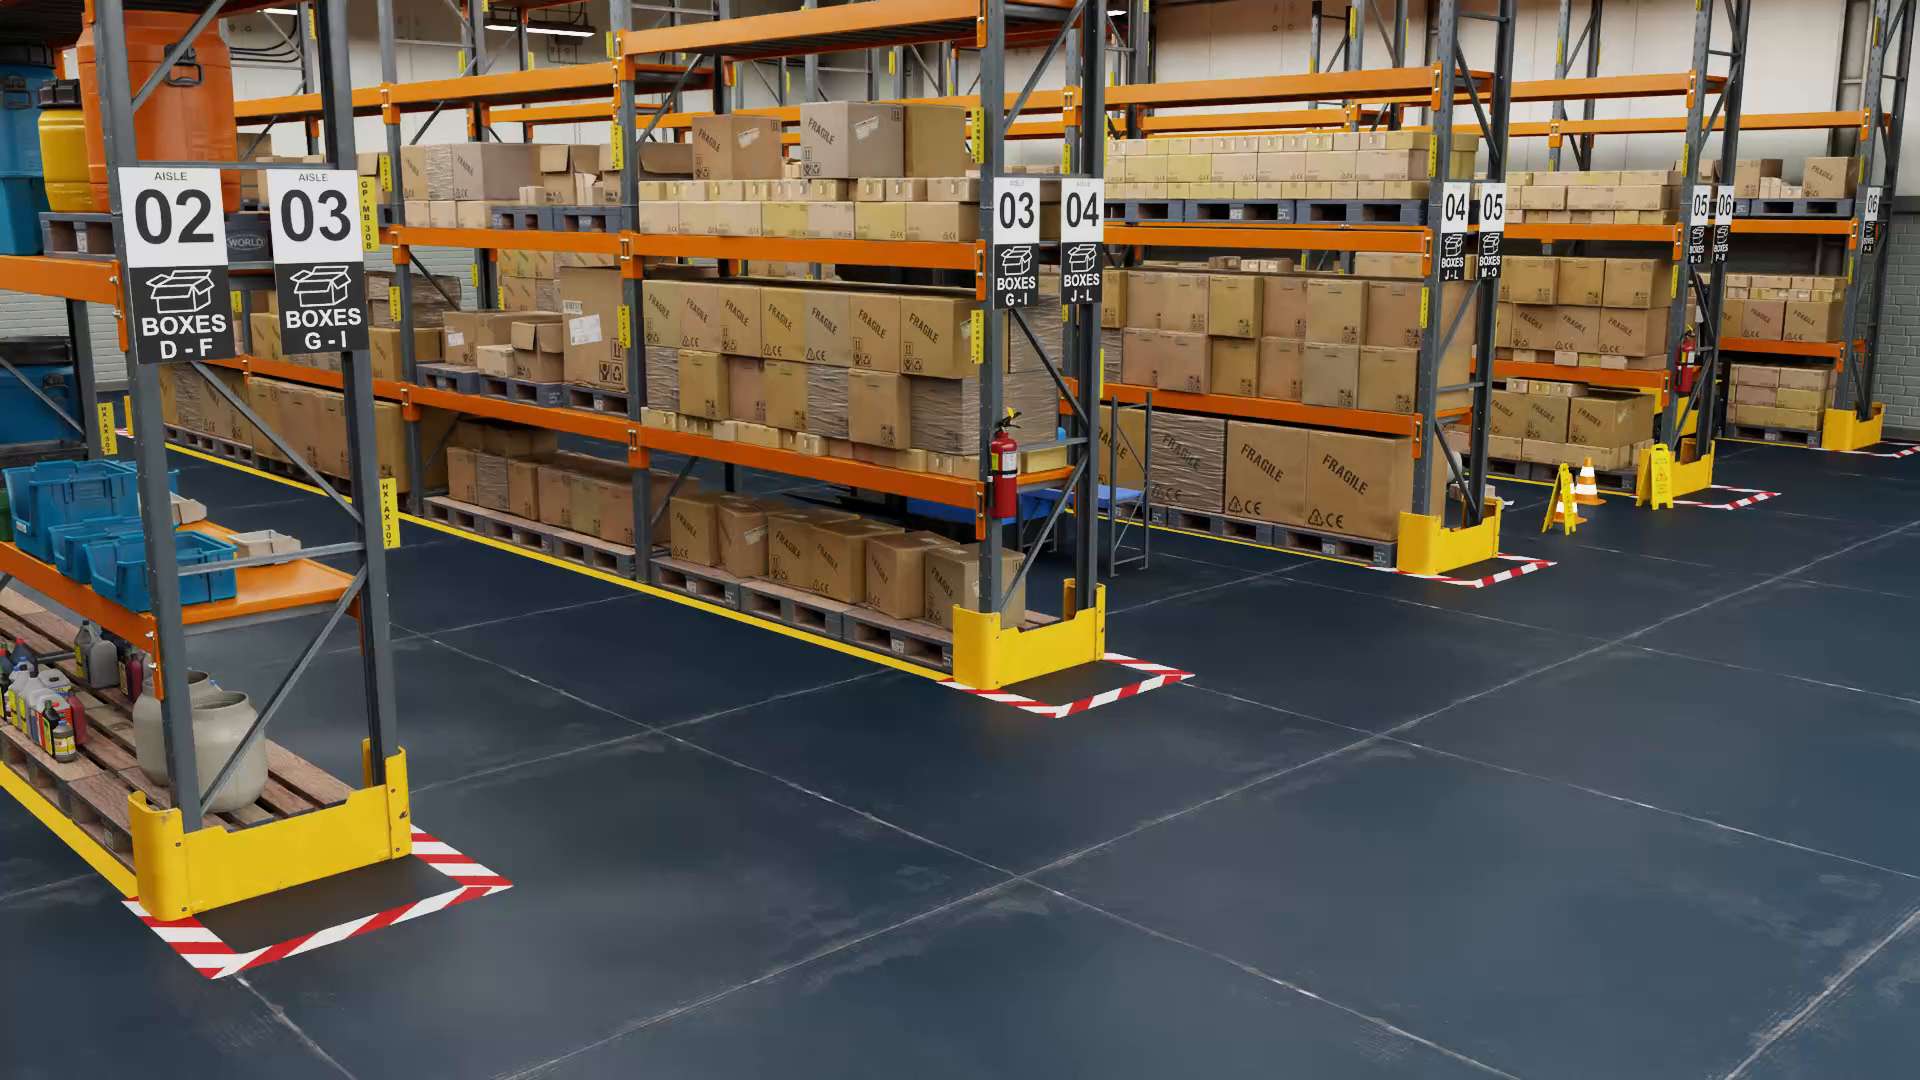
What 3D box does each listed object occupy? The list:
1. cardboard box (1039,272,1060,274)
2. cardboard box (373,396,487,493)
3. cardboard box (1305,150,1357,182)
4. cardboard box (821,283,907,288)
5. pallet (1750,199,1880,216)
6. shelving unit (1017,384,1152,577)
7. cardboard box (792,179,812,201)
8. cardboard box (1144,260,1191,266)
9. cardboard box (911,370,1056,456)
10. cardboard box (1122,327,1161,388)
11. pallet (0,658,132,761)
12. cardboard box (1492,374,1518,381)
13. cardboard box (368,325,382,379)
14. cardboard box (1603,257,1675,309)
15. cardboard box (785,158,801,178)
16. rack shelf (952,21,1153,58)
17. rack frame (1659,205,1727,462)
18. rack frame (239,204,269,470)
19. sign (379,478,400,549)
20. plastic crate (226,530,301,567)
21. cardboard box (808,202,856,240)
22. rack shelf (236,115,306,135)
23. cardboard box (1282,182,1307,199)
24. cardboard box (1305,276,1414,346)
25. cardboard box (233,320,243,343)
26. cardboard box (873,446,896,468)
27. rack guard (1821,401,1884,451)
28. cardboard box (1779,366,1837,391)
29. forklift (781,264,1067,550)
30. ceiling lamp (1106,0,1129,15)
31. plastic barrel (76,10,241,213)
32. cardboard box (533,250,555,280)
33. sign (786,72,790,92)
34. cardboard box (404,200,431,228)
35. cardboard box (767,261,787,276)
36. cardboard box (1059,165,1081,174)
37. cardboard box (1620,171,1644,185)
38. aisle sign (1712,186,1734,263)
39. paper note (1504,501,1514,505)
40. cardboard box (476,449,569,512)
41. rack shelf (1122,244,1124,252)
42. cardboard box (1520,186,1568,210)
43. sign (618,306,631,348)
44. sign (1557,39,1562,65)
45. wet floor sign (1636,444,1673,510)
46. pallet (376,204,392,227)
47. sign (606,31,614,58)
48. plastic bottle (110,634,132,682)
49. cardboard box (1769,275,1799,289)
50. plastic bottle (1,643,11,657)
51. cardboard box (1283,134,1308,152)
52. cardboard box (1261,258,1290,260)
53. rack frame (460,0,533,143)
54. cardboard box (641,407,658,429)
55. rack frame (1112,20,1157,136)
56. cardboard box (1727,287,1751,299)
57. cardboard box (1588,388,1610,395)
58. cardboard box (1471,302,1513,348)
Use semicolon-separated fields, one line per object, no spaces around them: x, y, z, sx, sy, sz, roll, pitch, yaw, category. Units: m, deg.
0.713;-2.546;17.447;0.700;0.500;0.500;-11;16;-43;cardboard box
-5.464;-1.037;17.073;0.875;0.875;1.225;11;16;43;cardboard box
3.294;-3.179;14.157;0.500;0.250;0.500;-11;16;-42;cardboard box
-0.697;-1.622;12.226;0.500;0.500;0.500;-11;16;-43;cardboard box
10.807;-4.206;21.018;1.003;0.211;1.213;-11;16;-43;pallet
1.044;-0.536;14.133;1.048;1.500;0.538;11;16;43;shelving unit
-0.944;-2.426;11.541;0.250;0.149;0.380;11;16;42;cardboard box
3.520;-4.502;28.381;0.700;0.500;0.500;-11;16;-42;cardboard box
0.162;-0.879;11.099;0.875;0.500;0.500;-11;16;-43;cardboard box
2.076;-1.805;16.205;0.875;0.550;0.550;-11;16;-43;cardboard box
-5.389;0.976;9.992;1.003;0.211;1.213;-11;16;-43;pallet
8.146;-2.375;24.187;0.875;0.625;0.625;-10;15;-40;cardboard box
-5.863;-1.928;16.927;0.500;0.500;0.500;-11;16;-43;cardboard box
7.179;-2.710;17.507;0.500;0.500;0.700;11;16;44;cardboard box
-1.813;-4.360;19.402;0.396;0.266;0.258;-11;16;-43;cardboard box
1.609;-8.931;29.843;1.077;0.370;4.000;-11;16;-43;rack shelf
7.689;-1.981;17.434;1.000;3.000;0.127;-11;16;-43;rack frame
-7.765;-2.352;19.231;1.000;3.000;0.127;-11;16;-43;rack frame
-2.659;-0.122;7.722;0.100;0.325;0.005;-11;16;-43;sign
-3.446;0.043;8.259;0.298;0.136;0.250;-11;16;-43;plastic crate
-0.689;-2.180;11.334;0.500;0.250;0.500;-10;16;-41;cardboard box
-9.146;-5.034;20.156;1.077;0.370;4.000;-11;16;-43;rack shelf
3.001;-3.028;14.412;0.380;0.149;0.250;-11;16;-43;cardboard box
3.504;-2.006;14.506;0.875;0.550;0.550;-11;16;-43;cardboard box
-8.260;-2.452;19.352;0.500;0.250;0.500;-11;16;-44;cardboard box
-0.368;-0.595;11.326;0.380;0.149;0.250;-11;16;-43;cardboard box
11.293;-1.446;21.029;1.175;0.500;0.348;-11;16;-43;rack guard
10.733;-2.046;21.043;0.500;0.250;0.500;-10;15;-41;cardboard box
-0.451;-1.523;15.378;3.031;2.935;1.130;11;16;43;forklift
1.979;-9.794;26.020;0.800;3.185;2.000;-11;16;-43;ceiling lamp
-3.488;-1.849;7.251;0.600;0.830;0.708;-11;16;-43;plastic barrel
-5.702;-3.968;23.614;0.500;0.500;0.500;11;16;43;cardboard box
-2.958;-7.825;28.417;0.100;0.325;0.005;-11;16;-43;sign
-4.862;-3.060;15.605;0.500;0.250;0.500;-11;16;-42;cardboard box
-2.873;-4.671;27.763;0.500;0.500;0.500;11;16;44;cardboard box
1.795;-4.908;22.910;0.637;0.503;0.797;11;16;42;cardboard box
7.092;-3.769;17.325;0.380;0.149;0.250;-11;16;-42;cardboard box
7.956;-3.289;17.337;0.394;0.787;0.004;-11;16;-43;aisle sign
5.597;-0.388;17.057;0.142;0.019;0.148;6;13;26;paper note
-4.133;-0.585;15.760;0.500;0.500;0.700;10;15;40;cardboard box
0.036;-3.269;18.034;1.077;0.370;4.000;-11;16;-43;rack shelf
6.433;-3.709;18.018;0.500;0.250;0.500;-10;16;-41;cardboard box
-2.639;-1.673;13.070;0.100;0.325;0.005;-11;16;-43;sign
8.130;-6.615;22.544;0.100;0.325;0.005;-11;16;-43;sign
7.047;-0.651;16.813;0.267;0.644;0.232;-5;13;-23;wet floor sign
-5.486;-3.231;16.535;1.213;0.211;1.003;-10;15;-40;pallet
-4.513;-6.390;21.453;0.100;0.325;0.005;-11;16;-43;sign
-5.037;0.670;10.040;0.185;0.351;0.144;11;16;42;plastic bottle
10.484;-3.275;21.120;0.380;0.149;0.250;-10;16;-41;cardboard box
-5.600;0.757;9.784;0.061;0.283;0.133;-11;16;-43;plastic bottle
3.001;-3.418;14.333;0.380;0.149;0.250;-11;16;-42;cardboard box
4.033;-3.545;21.392;0.380;0.149;0.250;-10;15;-39;cardboard box
-6.870;-6.550;24.743;1.000;3.000;0.127;-11;16;-43;rack frame
-2.309;-0.988;13.234;0.380;0.149;0.250;-11;16;-43;cardboard box
2.990;-7.363;28.689;1.000;3.000;0.127;-11;16;-43;rack frame
10.120;-3.202;21.501;0.250;0.149;0.380;11;16;43;cardboard box
6.951;-1.443;18.736;0.500;0.500;0.500;11;16;43;cardboard box
6.093;-2.441;18.678;0.500;0.500;0.500;-11;16;-42;cardboard box
